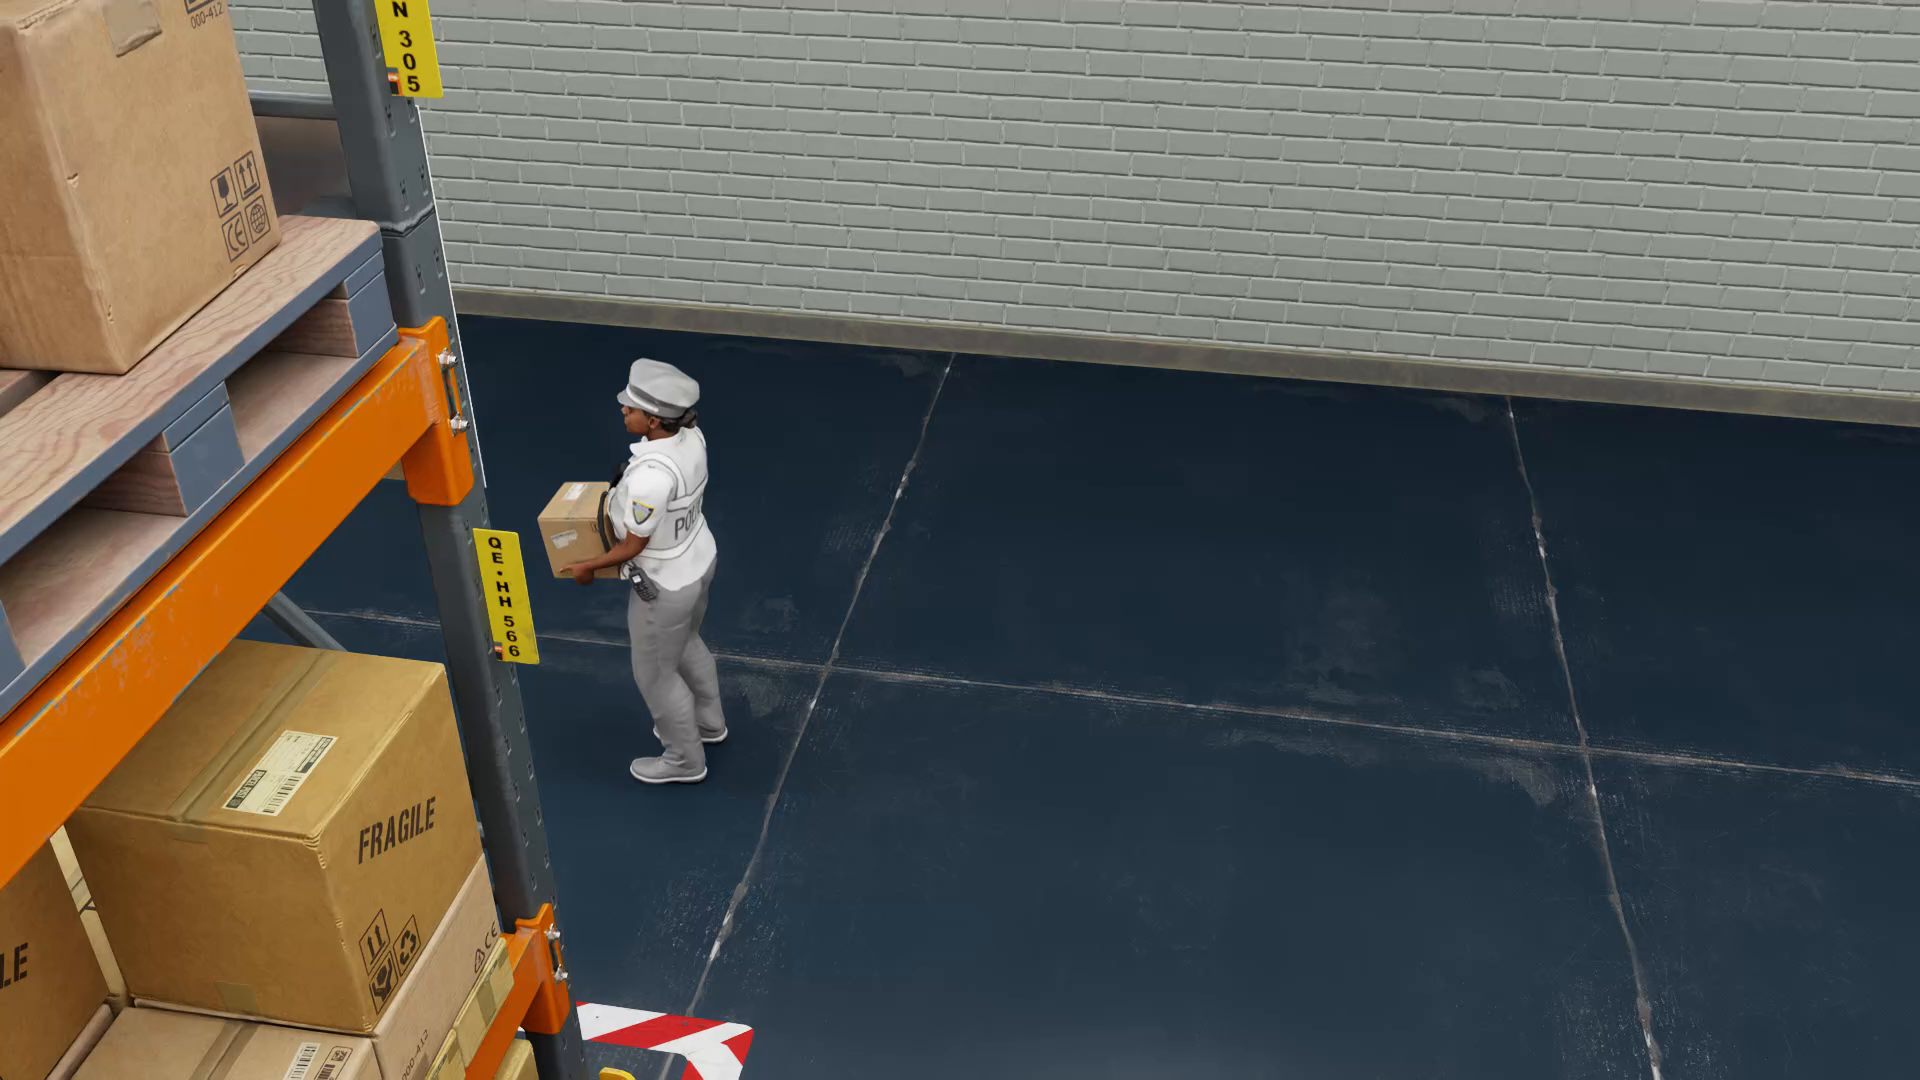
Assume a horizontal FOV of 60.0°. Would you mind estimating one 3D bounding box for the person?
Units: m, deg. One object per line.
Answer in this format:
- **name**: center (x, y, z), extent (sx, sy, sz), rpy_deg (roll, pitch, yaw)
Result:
- **person**: center (-1.123, 0.112, 5.943), extent (0.527, 1.689, 0.451), rpy_deg (6, 33, 9)
